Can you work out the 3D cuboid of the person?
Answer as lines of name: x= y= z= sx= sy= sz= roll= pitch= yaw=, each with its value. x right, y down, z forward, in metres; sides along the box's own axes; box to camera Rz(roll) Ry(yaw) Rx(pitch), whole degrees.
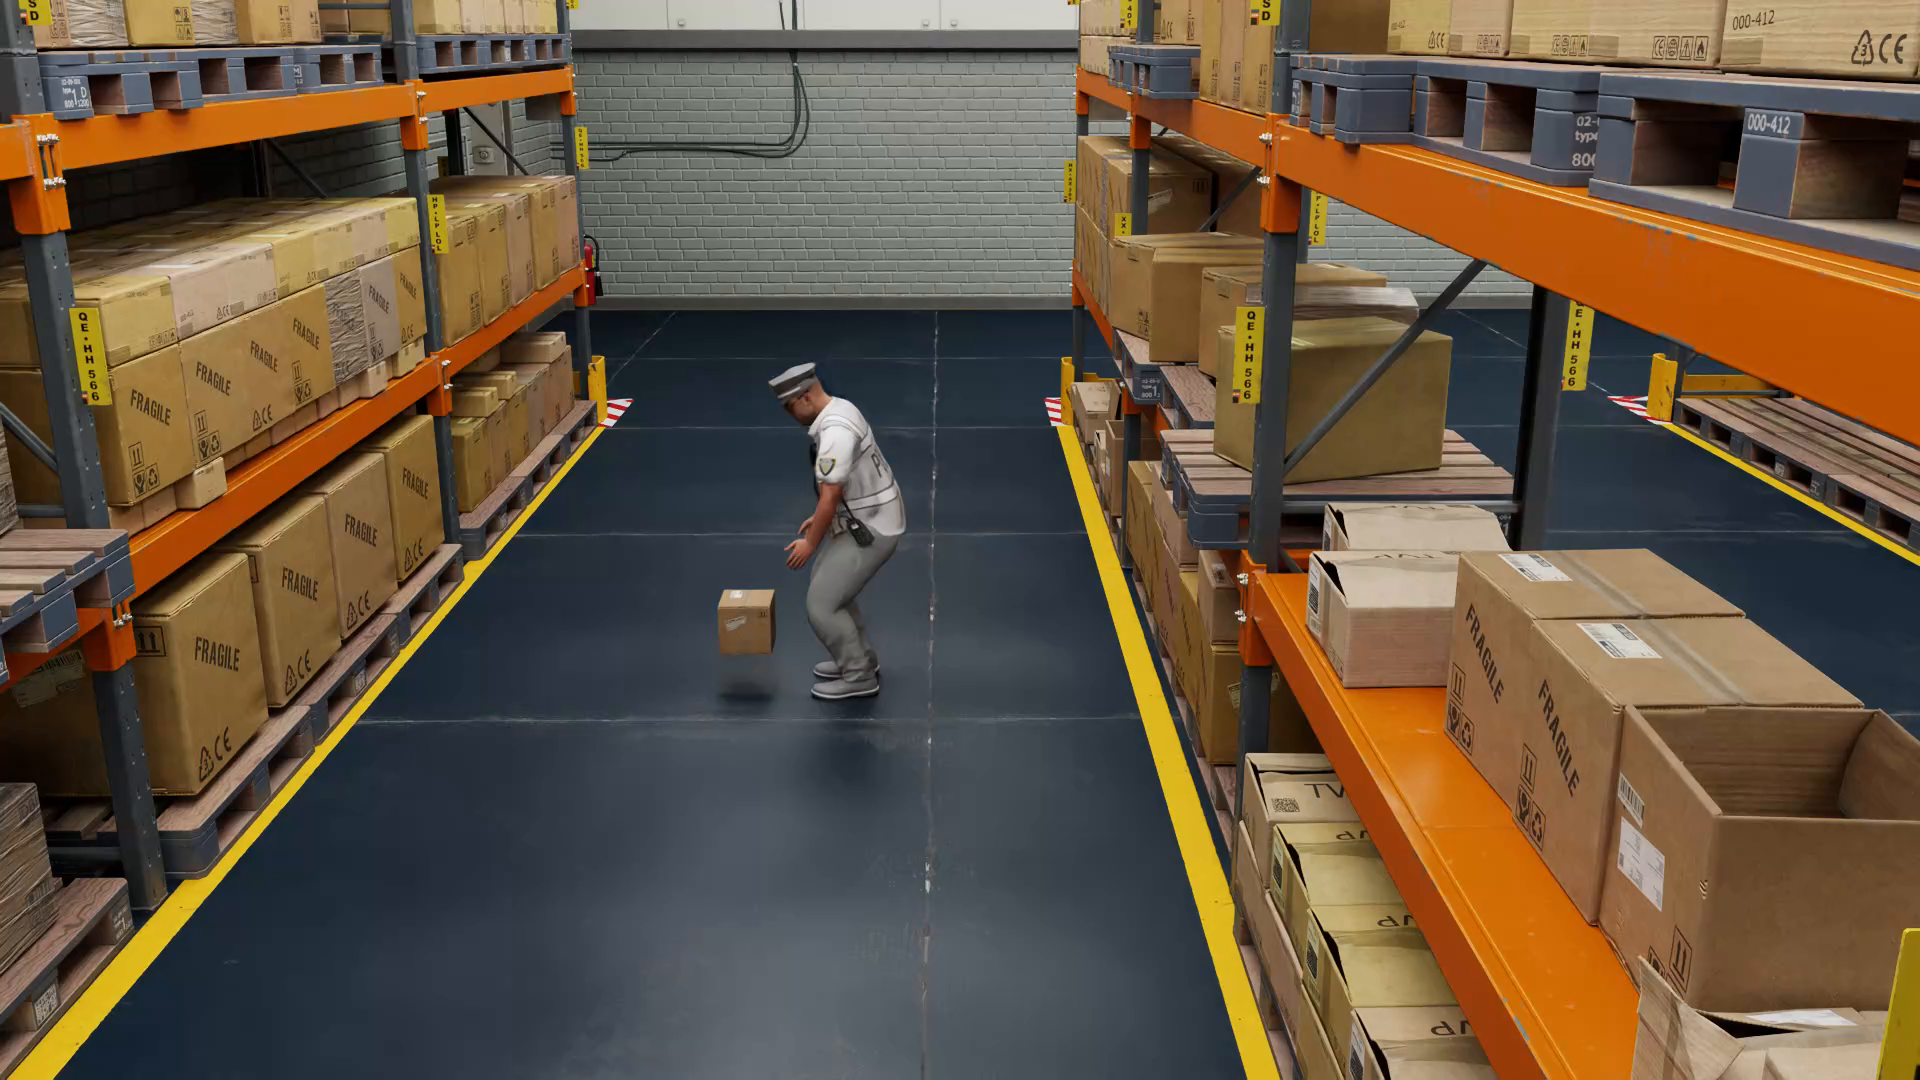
person: x=-0.577 y=-0.044 z=7.934 sx=0.629 sy=1.614 sz=0.578 roll=0 pitch=17 yaw=0
